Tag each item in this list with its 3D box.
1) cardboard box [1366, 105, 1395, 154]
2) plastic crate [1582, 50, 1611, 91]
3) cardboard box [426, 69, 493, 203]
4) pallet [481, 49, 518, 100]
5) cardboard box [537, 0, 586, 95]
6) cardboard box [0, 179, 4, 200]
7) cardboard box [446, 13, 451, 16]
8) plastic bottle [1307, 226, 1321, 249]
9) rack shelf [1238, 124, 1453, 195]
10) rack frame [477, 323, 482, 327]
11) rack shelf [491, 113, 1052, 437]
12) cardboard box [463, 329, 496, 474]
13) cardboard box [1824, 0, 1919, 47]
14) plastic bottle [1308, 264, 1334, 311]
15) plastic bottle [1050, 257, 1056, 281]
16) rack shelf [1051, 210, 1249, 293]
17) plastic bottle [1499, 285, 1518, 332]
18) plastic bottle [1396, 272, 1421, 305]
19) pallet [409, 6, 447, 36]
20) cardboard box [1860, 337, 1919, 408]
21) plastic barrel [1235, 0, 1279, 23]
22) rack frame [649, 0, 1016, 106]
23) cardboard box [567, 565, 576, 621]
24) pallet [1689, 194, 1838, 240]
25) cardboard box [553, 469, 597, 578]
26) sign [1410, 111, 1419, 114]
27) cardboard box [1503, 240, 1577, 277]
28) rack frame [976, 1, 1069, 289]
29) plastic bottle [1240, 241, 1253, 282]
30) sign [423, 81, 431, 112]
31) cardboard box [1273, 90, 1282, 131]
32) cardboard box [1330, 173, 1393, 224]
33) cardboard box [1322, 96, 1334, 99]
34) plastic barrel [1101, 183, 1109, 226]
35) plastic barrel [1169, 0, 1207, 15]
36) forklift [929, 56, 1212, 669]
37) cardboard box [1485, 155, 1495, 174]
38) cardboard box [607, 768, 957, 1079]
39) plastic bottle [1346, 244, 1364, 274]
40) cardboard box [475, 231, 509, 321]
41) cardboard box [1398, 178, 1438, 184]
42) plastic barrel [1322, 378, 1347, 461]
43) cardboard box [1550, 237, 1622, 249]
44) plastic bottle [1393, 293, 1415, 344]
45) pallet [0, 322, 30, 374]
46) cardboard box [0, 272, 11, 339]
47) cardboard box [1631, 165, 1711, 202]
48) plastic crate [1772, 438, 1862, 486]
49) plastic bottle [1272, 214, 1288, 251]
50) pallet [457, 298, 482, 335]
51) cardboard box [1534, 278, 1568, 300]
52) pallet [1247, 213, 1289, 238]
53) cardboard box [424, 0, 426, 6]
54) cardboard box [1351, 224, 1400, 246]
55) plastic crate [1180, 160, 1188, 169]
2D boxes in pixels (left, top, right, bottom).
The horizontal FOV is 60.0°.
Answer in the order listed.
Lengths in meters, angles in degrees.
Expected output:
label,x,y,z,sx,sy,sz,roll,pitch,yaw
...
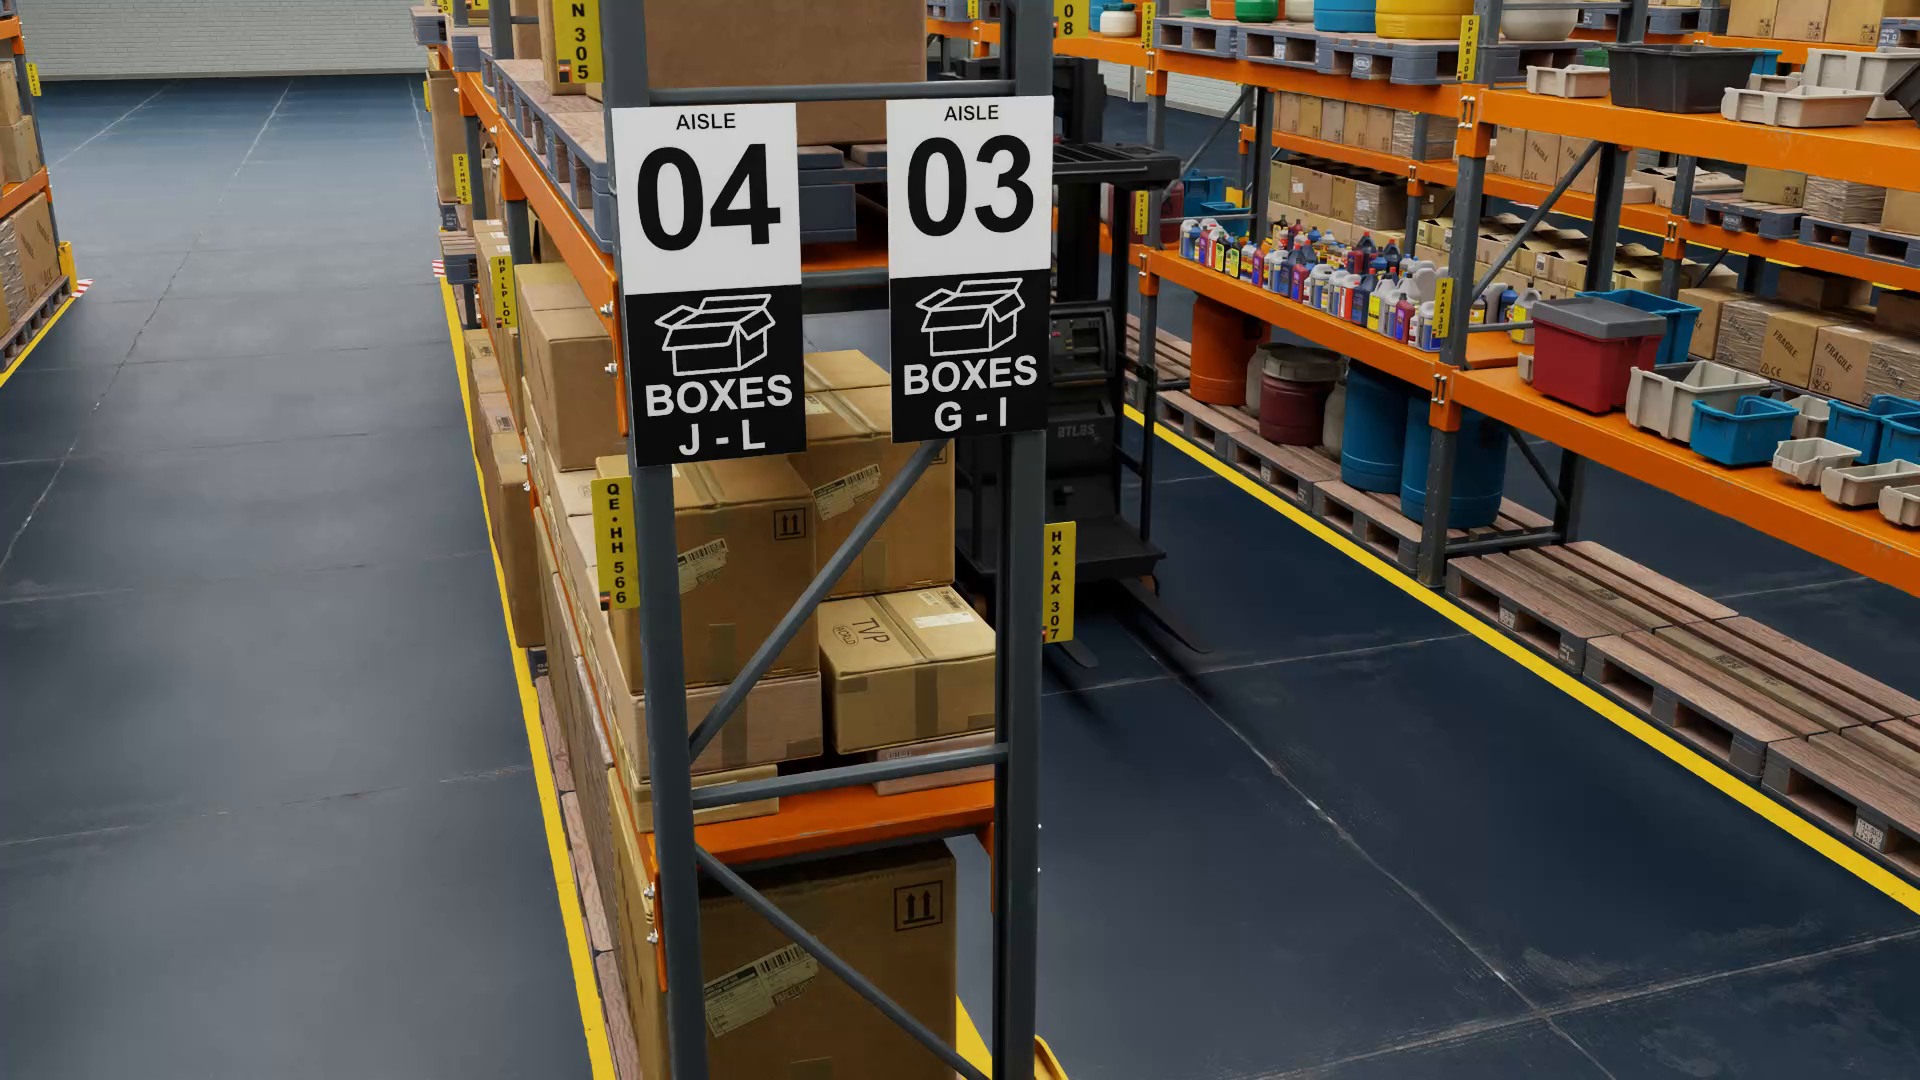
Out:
label,x,y,z,sx,sy,sz,roll,pitch,yaw
cardboard box,5.034,-4.646,18.768,0.700,0.500,0.500,-7,21,-18
plastic crate,3.583,-2.405,8.551,0.450,0.188,0.662,-6,21,-17
cardboard box,-3.937,-3.448,14.070,1.000,1.000,1.000,-6,21,-17
pallet,-1.874,-2.281,8.176,0.805,0.209,1.217,-7,21,-19
cardboard box,-1.042,-1.773,5.562,0.700,0.500,0.500,-5,20,-15
cardboard box,-9.174,-3.291,14.919,0.875,0.550,0.550,-6,21,-17
cardboard box,-3.355,-3.938,11.618,0.500,0.500,0.500,-6,21,-17
plastic bottle,2.590,-2.160,12.183,0.097,0.271,0.097,0,20,0
rack shelf,4.723,-4.592,19.829,1.077,0.370,4.000,-6,21,-17
rack frame,-4.057,-3.237,14.993,0.949,2.616,0.053,-6,21,-17
rack shelf,-0.911,-1.102,5.674,1.077,0.370,4.000,-6,21,-17
cardboard box,-2.599,-0.928,11.085,1.225,0.875,0.875,-7,21,-20
cardboard box,7.102,-3.997,12.523,0.910,0.500,0.500,-6,21,-17
plastic bottle,2.344,-1.627,10.693,0.152,0.276,0.135,-6,21,-17
plastic bottle,0.964,-2.836,17.260,0.097,0.271,0.097,0,20,0
rack shelf,1.277,-2.784,14.793,1.077,0.370,4.000,-6,21,-17
plastic bottle,3.326,-1.408,10.091,0.097,0.271,0.097,0,20,0
plastic bottle,2.700,-1.449,10.087,0.144,0.351,0.185,-6,21,-17
pallet,-3.961,-4.352,13.935,1.213,0.211,1.003,-6,21,-17
cardboard box,7.135,-1.201,12.370,0.500,0.500,0.500,-6,21,-17
plastic barrel,2.020,-3.652,11.318,0.294,0.245,0.294,0,20,0
rack frame,-0.285,-2.210,3.257,0.949,2.616,0.053,-6,21,-17
cardboard box,-1.187,0.161,5.901,0.380,0.149,0.250,-6,21,-16
pallet,6.889,-2.705,13.794,1.213,0.211,1.003,-6,21,-17
cardboard box,-1.173,-0.077,5.974,0.500,0.250,0.500,-6,21,-17
sign,4.825,-4.674,17.595,0.100,0.325,0.005,-6,21,-17
cardboard box,5.730,-2.804,16.403,0.500,0.311,0.500,-6,21,-16
rack frame,0.648,-3.764,16.459,1.000,3.000,0.127,-6,21,-17
plastic bottle,2.005,-1.941,11.574,0.097,0.271,0.097,0,20,0
sign,-5.826,-4.871,18.260,0.100,0.325,0.005,-6,21,-17
cardboard box,4.229,-5.469,21.056,0.700,0.500,0.500,-6,21,-17
cardboard box,4.692,-3.993,19.433,0.500,0.500,0.500,-6,21,-17
cardboard box,4.496,-5.283,19.580,0.380,0.149,0.250,-6,21,-17
plastic barrel,1.379,-2.840,13.722,0.421,0.512,0.421,0,20,0
plastic barrel,1.853,-4.415,13.091,0.600,0.901,0.600,0,20,0
forklift,0.485,-1.074,9.071,1.130,2.935,3.031,-6,21,-16
cardboard box,5.436,-3.865,17.111,0.380,0.149,0.250,-6,21,-17
cardboard box,-0.559,1.219,5.109,0.875,0.875,0.875,-6,21,-17
plastic bottle,2.718,-1.900,11.440,0.061,0.283,0.133,-6,21,-17
cardboard box,-2.738,-1.651,10.428,0.500,0.500,0.500,-7,21,-19
cardboard box,5.339,-3.887,19.139,0.500,0.500,0.500,-6,21,-17
plastic barrel,2.693,-0.818,11.315,0.421,0.512,0.421,0,20,0
cardboard box,6.230,-2.869,16.583,0.500,0.311,0.500,-7,21,-18
plastic bottle,2.616,-1.303,9.781,0.061,0.283,0.133,-6,21,-17
pallet,-8.959,-1.683,14.790,1.003,0.211,1.213,-6,21,-17
cardboard box,-8.925,-2.150,14.487,0.875,0.875,0.875,-6,21,-16
cardboard box,6.512,-3.271,15.218,0.500,0.311,0.500,-7,21,-18
plastic crate,3.693,-0.334,7.211,0.298,0.136,0.250,-6,21,-17
plastic bottle,2.438,-2.341,12.669,0.061,0.283,0.133,-6,21,-17
pallet,-4.298,-2.137,16.054,1.003,0.211,1.213,-6,21,-17
cardboard box,5.892,-2.379,16.048,0.500,0.250,0.500,-6,21,-16
pallet,4.375,-4.020,21.295,1.003,0.211,1.213,-6,21,-17
cardboard box,-5.237,-5.516,17.120,0.500,0.250,0.500,-7,21,-18
cardboard box,4.851,-3.480,19.114,0.500,0.250,0.500,-6,21,-17
plastic crate,1.688,-3.062,14.408,0.402,0.464,0.583,-6,21,-17
